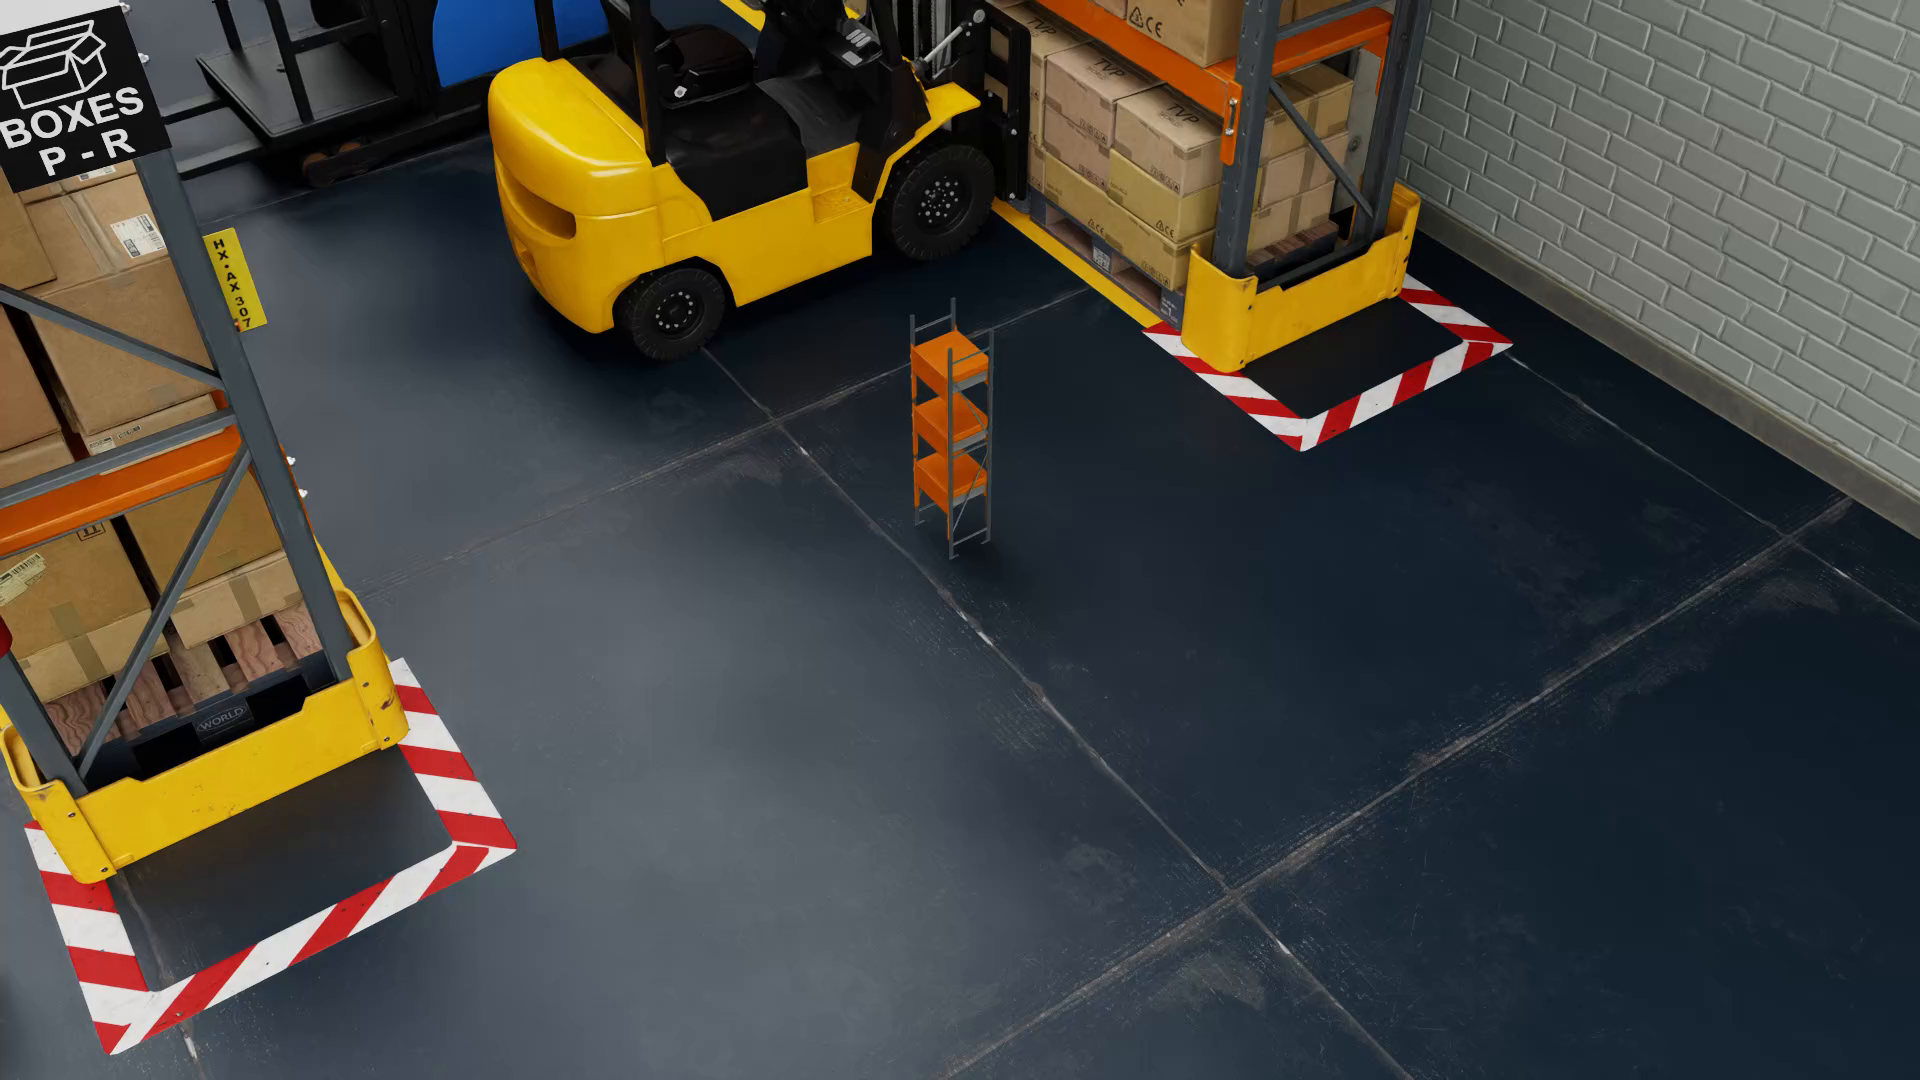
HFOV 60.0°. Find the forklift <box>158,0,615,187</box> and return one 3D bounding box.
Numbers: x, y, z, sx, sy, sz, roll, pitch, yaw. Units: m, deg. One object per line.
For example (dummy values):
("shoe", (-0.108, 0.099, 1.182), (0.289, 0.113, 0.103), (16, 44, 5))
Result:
("forklift", (-3.418, -3.315, 8.100), (3.031, 2.935, 1.130), (-28, 51, -27))

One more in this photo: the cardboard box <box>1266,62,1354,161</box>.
("cardboard box", (1.443, -2.033, 7.671), (0.500, 0.250, 0.500), (-26, 50, -25))

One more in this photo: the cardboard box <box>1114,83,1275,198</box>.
("cardboard box", (1.044, -1.824, 7.451), (0.500, 0.250, 0.500), (-24, 49, -23))

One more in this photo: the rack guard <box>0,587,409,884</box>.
("rack guard", (-2.550, 0.657, 5.700), (1.175, 0.500, 0.348), (-26, 49, -24))

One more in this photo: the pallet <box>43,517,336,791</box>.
("pallet", (-2.986, 0.287, 6.297), (1.003, 0.211, 1.213), (-26, 49, -24))

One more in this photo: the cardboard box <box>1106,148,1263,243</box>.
("cardboard box", (1.028, -1.658, 7.639), (0.500, 0.250, 0.500), (-26, 50, -25))

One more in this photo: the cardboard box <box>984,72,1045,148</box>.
("cardboard box", (0.437, -2.230, 8.239), (0.500, 0.250, 0.500), (-27, 50, -25))

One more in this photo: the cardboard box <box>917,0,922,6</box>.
("cardboard box", (-0.128, -2.983, 8.666), (0.500, 0.250, 0.500), (-24, 49, -23))

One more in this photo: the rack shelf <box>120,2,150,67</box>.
("rack shelf", (-3.650, -2.162, 5.191), (1.077, 0.370, 4.000), (-26, 49, -24))

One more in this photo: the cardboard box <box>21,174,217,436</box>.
("cardboard box", (-2.550, -0.726, 5.050), (0.500, 0.500, 0.500), (-26, 50, -25))

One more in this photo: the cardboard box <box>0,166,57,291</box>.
("cardboard box", (-2.978, -0.913, 4.522), (0.700, 0.500, 0.500), (-27, 50, -25))

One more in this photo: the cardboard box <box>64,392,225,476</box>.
("cardboard box", (-2.531, -0.388, 5.166), (0.380, 0.149, 0.250), (-26, 49, -24))

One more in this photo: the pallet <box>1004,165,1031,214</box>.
("pallet", (0.397, -2.266, 8.970), (1.003, 0.211, 1.213), (-26, 49, -24))

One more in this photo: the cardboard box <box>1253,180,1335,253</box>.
("cardboard box", (1.442, -1.680, 8.025), (0.500, 0.250, 0.500), (-26, 49, -24))

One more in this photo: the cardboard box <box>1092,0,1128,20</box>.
("cardboard box", (0.777, -2.676, 7.309), (0.500, 0.500, 0.500), (-24, 49, -23))

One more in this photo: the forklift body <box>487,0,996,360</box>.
("forklift body", (-1.018, -2.214, 7.511), (2.313, 2.155, 1.214), (-26, 49, -24))

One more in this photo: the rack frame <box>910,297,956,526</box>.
("rack frame", (-0.100, -0.479, 6.492), (0.200, 1.050, 0.008), (-26, 49, -24))

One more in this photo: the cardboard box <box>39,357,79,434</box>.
("cardboard box", (-2.687, -0.525, 5.310), (0.380, 0.149, 0.250), (-25, 49, -24))

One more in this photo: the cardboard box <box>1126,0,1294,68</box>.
("cardboard box", (1.066, -2.379, 6.997), (0.500, 0.500, 0.500), (-27, 50, -25))

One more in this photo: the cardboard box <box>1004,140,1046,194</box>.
("cardboard box", (0.479, -2.038, 8.400), (0.500, 0.250, 0.500), (-25, 49, -24))

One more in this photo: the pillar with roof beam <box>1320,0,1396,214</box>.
("pillar with roof beam", (-1.627, -3.387, 3.781), (9.100, 9.000, 0.400), (-26, 49, -24))

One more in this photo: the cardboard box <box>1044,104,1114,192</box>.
("cardboard box", (0.750, -1.946, 7.941), (0.500, 0.250, 0.500), (-26, 50, -25))

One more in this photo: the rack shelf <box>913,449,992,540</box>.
("rack shelf", (-0.031, -0.201, 6.618), (0.215, 0.259, 0.240), (-26, 49, -24))

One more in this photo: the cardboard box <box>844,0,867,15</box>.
("cardboard box", (-0.412, -3.091, 9.140), (0.500, 0.250, 0.500), (-26, 49, -25))

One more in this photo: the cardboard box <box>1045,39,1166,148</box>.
("cardboard box", (0.747, -2.111, 7.752), (0.500, 0.250, 0.500), (-25, 49, -24))

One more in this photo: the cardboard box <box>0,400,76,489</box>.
("cardboard box", (-2.896, -0.241, 5.012), (0.380, 0.149, 0.250), (-24, 49, -23))

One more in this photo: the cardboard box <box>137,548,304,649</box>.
("cardboard box", (-2.741, 0.072, 6.189), (0.500, 0.250, 0.500), (-26, 49, -25))

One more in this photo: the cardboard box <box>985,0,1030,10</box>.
("cardboard box", (0.166, -2.683, 8.351), (0.500, 0.250, 0.500), (-27, 50, -25))

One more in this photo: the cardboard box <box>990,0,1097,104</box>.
("cardboard box", (0.450, -2.393, 8.047), (0.500, 0.250, 0.500), (-25, 49, -24))

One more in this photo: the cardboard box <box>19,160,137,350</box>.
("cardboard box", (-2.849, -1.018, 5.356), (0.500, 0.500, 0.500), (-24, 49, -23))

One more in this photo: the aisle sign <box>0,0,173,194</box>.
("aisle sign", (-2.217, -1.232, 3.986), (0.394, 0.787, 0.004), (-26, 49, -24))

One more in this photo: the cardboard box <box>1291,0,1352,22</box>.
("cardboard box", (1.507, -2.594, 7.222), (0.500, 0.500, 0.500), (-24, 49, -23))

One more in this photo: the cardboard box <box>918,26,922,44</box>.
("cardboard box", (-0.134, -2.801, 8.837), (0.500, 0.250, 0.500), (-26, 50, -25))

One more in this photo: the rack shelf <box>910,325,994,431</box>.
("rack shelf", (-0.031, -0.608, 6.231), (0.215, 0.259, 0.240), (-26, 49, -24))

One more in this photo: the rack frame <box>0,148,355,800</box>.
("rack frame", (-2.506, -0.205, 4.792), (1.000, 3.000, 0.127), (-26, 49, -24))

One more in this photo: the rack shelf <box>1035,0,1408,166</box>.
("rack shelf", (0.419, -3.040, 8.283), (1.077, 0.370, 4.000), (-26, 49, -24))

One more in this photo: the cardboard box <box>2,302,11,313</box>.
("cardboard box", (-3.464, -0.829, 5.628), (0.380, 0.149, 0.250), (-25, 49, -24))

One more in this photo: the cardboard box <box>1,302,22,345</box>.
("cardboard box", (-3.325, -0.832, 5.162), (0.500, 0.500, 0.500), (-26, 49, -24))

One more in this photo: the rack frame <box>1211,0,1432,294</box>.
("rack frame", (1.563, -2.167, 6.848), (1.000, 3.000, 0.127), (-26, 49, -24))

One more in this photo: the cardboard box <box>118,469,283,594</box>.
("cardboard box", (-2.755, -0.212, 5.944), (0.500, 0.500, 0.500), (-27, 50, -26))

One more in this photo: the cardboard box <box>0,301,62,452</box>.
("cardboard box", (-3.043, -0.547, 4.863), (0.500, 0.500, 0.500), (-27, 50, -25))

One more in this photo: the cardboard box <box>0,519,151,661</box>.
("cardboard box", (-3.179, 0.016, 5.705), (0.500, 0.500, 0.500), (-25, 49, -24))

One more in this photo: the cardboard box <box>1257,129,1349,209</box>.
("cardboard box", (1.464, -1.854, 7.845), (0.500, 0.250, 0.500), (-25, 49, -24))

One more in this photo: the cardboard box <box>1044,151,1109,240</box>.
("cardboard box", (0.758, -1.751, 8.100), (0.500, 0.250, 0.500), (-26, 49, -24))

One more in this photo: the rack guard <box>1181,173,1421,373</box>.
("rack guard", (1.577, -1.250, 7.697), (1.175, 0.500, 0.348), (-26, 49, -24))

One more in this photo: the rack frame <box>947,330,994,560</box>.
("rack frame", (0.039, -0.341, 6.347), (0.200, 1.050, 0.008), (-26, 49, -24))

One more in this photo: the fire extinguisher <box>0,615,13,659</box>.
("fire extinguisher", (-2.819, 0.070, 4.560), (0.296, 0.674, 0.183), (-26, 49, -24))

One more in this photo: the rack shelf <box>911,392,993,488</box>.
("rack shelf", (-0.031, -0.402, 6.427), (0.215, 0.259, 0.240), (-26, 49, -24))

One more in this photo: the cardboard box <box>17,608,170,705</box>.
("cardboard box", (-3.203, 0.273, 5.979), (0.500, 0.250, 0.500), (-26, 49, -25))

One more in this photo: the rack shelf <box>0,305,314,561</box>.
("rack shelf", (-3.650, -1.077, 6.227), (1.077, 0.370, 4.000), (-26, 49, -24))

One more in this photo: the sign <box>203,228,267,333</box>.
("sign", (-2.061, -0.732, 4.718), (0.100, 0.325, 0.005), (-26, 49, -24))

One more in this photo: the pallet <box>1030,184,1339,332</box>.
("pallet", (1.091, -1.575, 8.247), (1.003, 0.211, 1.213), (-26, 49, -24))

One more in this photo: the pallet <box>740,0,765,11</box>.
("pallet", (-1.179, -3.826, 10.605), (1.003, 0.211, 1.213), (-26, 49, -24))

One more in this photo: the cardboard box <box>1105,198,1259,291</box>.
("cardboard box", (1.035, -1.466, 7.801), (0.500, 0.250, 0.500), (-25, 49, -24))

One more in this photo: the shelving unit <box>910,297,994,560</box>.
("shelving unit", (-0.031, -0.410, 6.419), (0.215, 1.050, 0.252), (-26, 49, -24))
